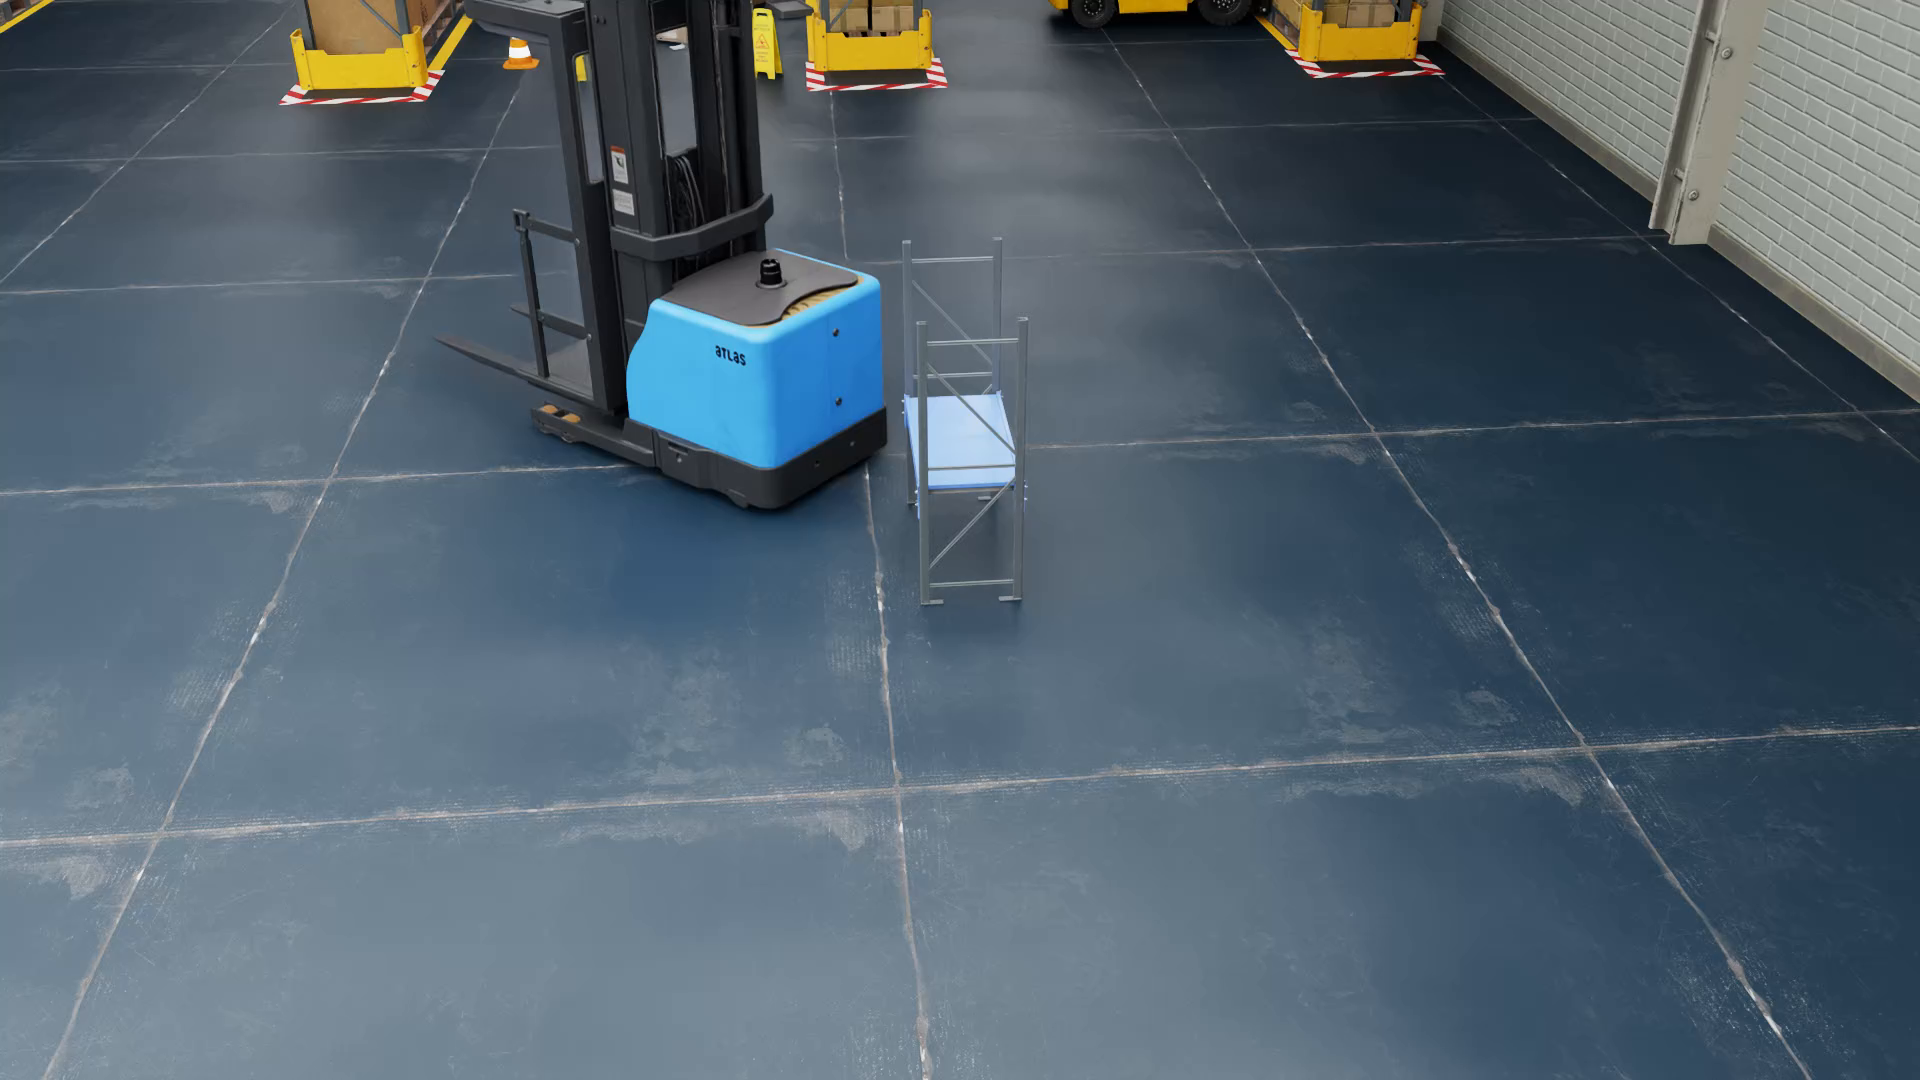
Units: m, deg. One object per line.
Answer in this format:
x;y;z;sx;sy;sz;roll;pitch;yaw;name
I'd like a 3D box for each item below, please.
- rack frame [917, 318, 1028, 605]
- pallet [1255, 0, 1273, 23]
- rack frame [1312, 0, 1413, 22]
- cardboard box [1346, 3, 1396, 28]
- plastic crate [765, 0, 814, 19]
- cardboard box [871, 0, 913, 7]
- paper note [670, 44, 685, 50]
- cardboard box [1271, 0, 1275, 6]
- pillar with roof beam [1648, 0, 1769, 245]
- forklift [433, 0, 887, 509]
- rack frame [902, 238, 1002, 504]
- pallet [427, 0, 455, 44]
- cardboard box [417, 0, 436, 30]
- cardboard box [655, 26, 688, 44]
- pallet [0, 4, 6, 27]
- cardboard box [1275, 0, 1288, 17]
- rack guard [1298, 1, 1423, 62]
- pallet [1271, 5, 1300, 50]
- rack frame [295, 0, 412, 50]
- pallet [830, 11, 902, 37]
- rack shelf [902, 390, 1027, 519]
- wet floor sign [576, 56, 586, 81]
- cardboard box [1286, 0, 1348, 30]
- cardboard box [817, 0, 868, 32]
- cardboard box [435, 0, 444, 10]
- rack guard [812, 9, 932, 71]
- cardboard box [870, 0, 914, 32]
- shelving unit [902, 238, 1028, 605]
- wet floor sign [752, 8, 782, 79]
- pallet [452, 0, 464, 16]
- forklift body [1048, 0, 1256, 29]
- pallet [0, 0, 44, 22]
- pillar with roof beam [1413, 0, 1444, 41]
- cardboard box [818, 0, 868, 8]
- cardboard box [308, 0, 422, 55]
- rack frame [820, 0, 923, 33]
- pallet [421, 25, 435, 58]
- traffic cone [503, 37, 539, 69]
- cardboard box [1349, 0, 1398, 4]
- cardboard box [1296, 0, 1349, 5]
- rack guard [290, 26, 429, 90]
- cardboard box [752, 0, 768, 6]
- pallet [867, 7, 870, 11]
0.055;-0.341;7.858;0.500;1.500;0.032;-3;31;-5;rack frame
3.846;-6.085;18.731;1.003;0.211;1.213;-3;31;-5;pallet
4.070;-6.272;16.325;1.000;3.000;0.127;-3;31;-5;rack frame
4.219;-5.532;17.358;0.500;0.250;0.500;-3;31;-4;cardboard box
-1.915;-5.980;18.684;0.402;0.080;0.583;-14;33;-22;plastic crate
-0.675;-5.791;17.061;0.500;0.500;0.500;-4;31;-6;cardboard box
-2.942;-5.145;17.333;0.148;0.019;0.142;-14;33;-22;paper note
3.637;-6.007;18.153;0.500;0.250;0.500;-2;31;-4;cardboard box
1.177;-5.976;9.980;9.100;9.000;0.400;-3;31;-5;pillar with roof beam
-1.902;-2.021;9.274;3.031;2.935;1.130;21;37;31;forklift
-0.040;-0.860;8.727;0.500;1.500;0.032;-3;31;-5;rack frame
-6.054;-5.572;17.873;1.003;0.211;1.213;-3;31;-5;pallet
-6.004;-5.804;17.204;0.875;0.875;0.875;-3;31;-5;cardboard box
-3.005;-5.380;17.612;0.380;0.149;0.250;13;33;21;cardboard box
-10.897;-5.437;17.646;1.003;0.211;1.213;-3;31;-5;pallet
3.674;-5.751;17.724;0.500;0.250;0.500;-3;31;-5;cardboard box
4.072;-5.186;16.945;1.175;0.500;0.348;-3;31;-5;rack guard
3.957;-5.463;17.690;1.003;0.211;1.213;-3;31;-5;pallet
-5.791;-5.743;15.440;1.000;3.000;0.127;-3;31;-5;rack frame
-0.920;-5.290;17.401;1.003;0.211;1.213;-3;31;-5;pallet
0.008;-0.446;8.385;0.538;0.185;1.000;-3;31;-5;rack shelf
-3.817;-4.813;16.178;0.267;0.644;0.232;-8;32;-13;wet floor sign
3.711;-5.496;17.299;0.500;0.250;0.500;-3;31;-4;cardboard box
-1.217;-5.444;17.211;0.500;0.250;0.500;-3;31;-5;cardboard box
-6.087;-6.269;17.983;0.875;0.875;0.875;-3;31;-4;cardboard box
-0.879;-4.998;16.629;1.175;0.500;0.348;-3;31;-5;rack guard
-0.672;-5.457;17.233;0.500;0.250;0.500;-3;31;-5;cardboard box
0.008;-0.600;8.292;0.538;1.500;1.048;-3;31;-5;shelving unit
-1.919;-4.873;16.279;0.267;0.644;0.232;8;32;13;wet floor sign
-6.171;-6.196;18.918;1.003;0.211;1.213;-3;31;-5;pallet
2.076;-6.788;18.017;2.313;2.155;1.214;-3;31;-5;forklift body
-11.014;-6.061;18.691;1.003;0.211;1.213;-3;31;-5;pallet
0.616;-9.040;15.109;9.100;9.000;0.400;-3;31;-5;pillar with roof beam
-1.206;-5.750;16.993;0.500;0.500;0.500;-3;31;-4;cardboard box
-5.920;-5.354;16.452;0.875;0.875;0.875;-3;31;-4;cardboard box
-0.872;-6.032;15.924;1.000;3.000;0.127;-3;31;-5;rack frame
-5.943;-4.951;16.832;1.003;0.211;1.213;-3;31;-5;pallet
-4.426;-4.993;16.658;0.336;0.463;0.334;-3;31;-5;traffic cone
4.233;-5.736;17.213;0.500;0.250;0.500;-2;31;-4;cardboard box
3.713;-5.720;17.185;0.500;0.250;0.500;-3;31;-5;cardboard box
-5.788;-4.658;16.061;1.175;0.500;0.348;-3;31;-5;rack guard
-2.500;-6.390;18.958;0.500;0.500;0.500;20;36;29;cardboard box
-1.030;-5.912;18.441;1.003;0.211;1.213;-3;31;-5;pallet
